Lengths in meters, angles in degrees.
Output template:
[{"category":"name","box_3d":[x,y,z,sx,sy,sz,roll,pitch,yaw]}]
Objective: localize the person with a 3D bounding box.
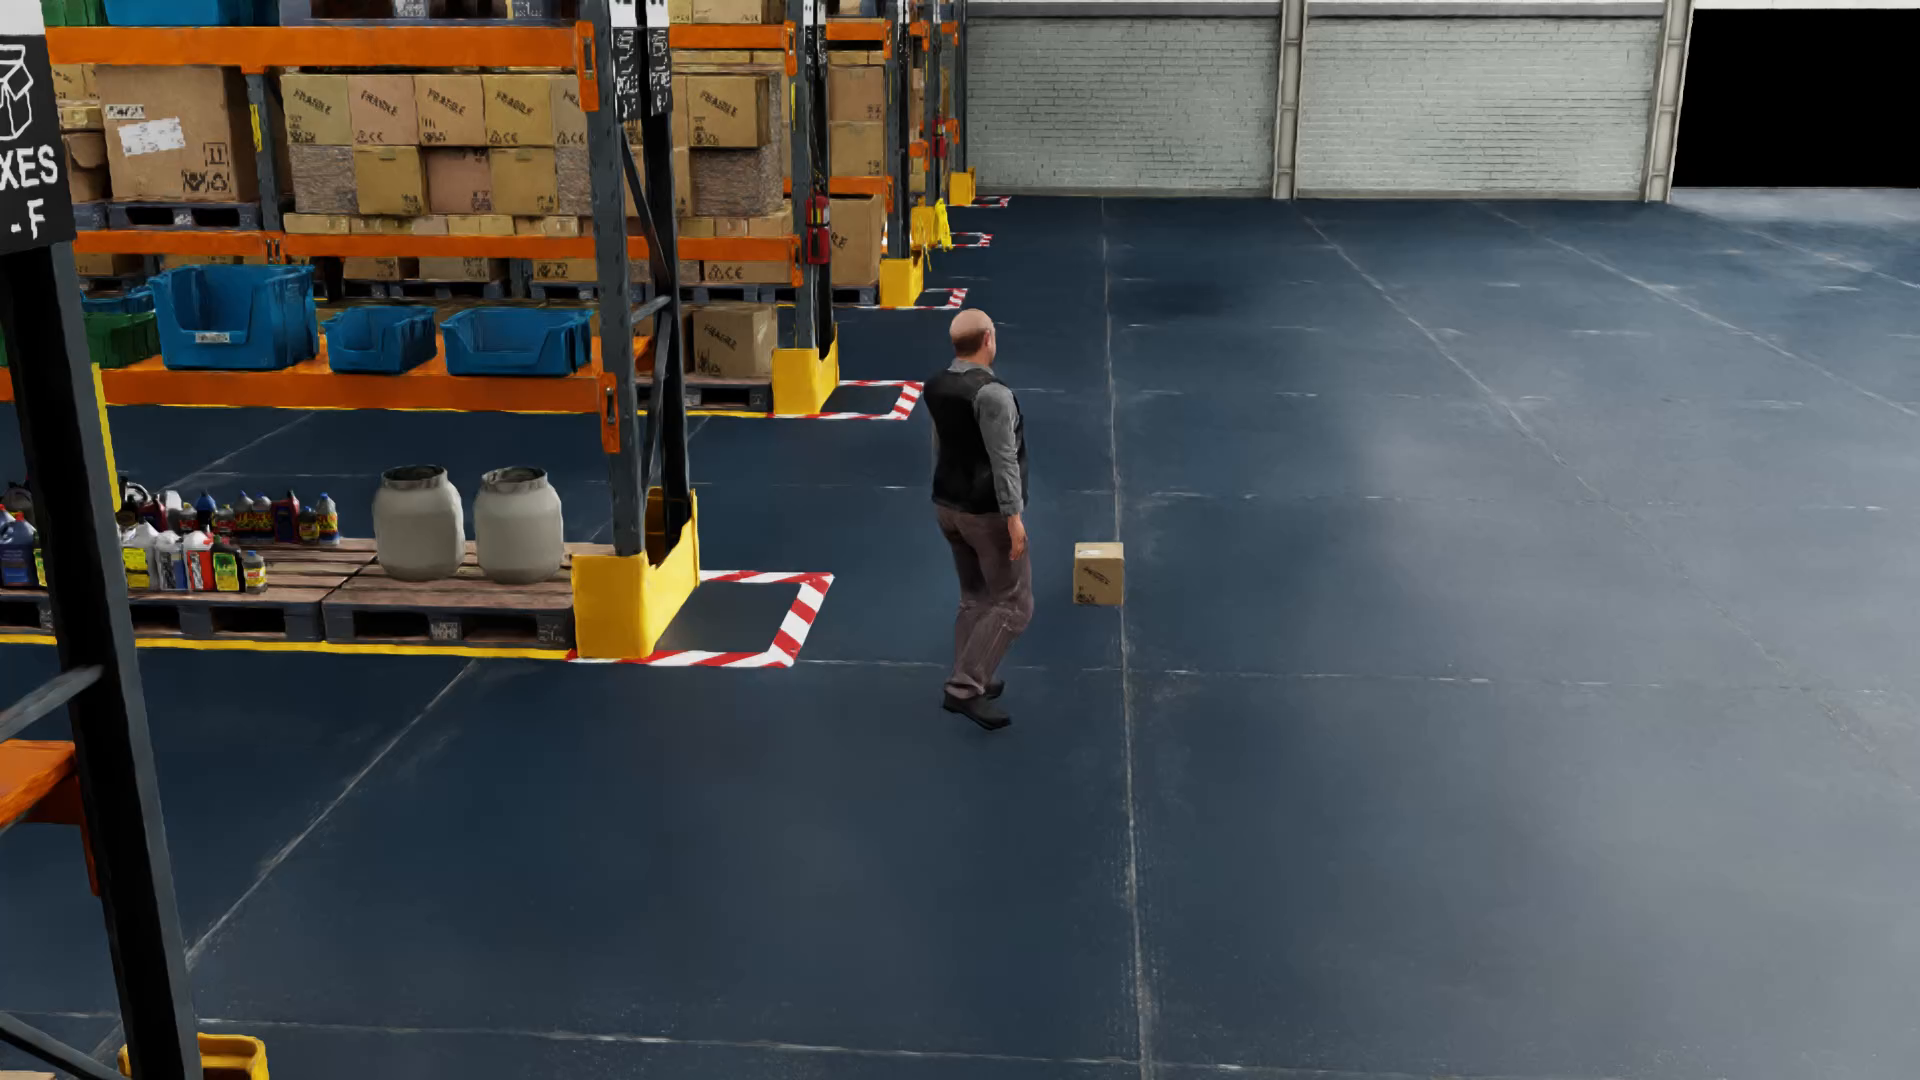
[{"category":"person","box_3d":[0.063,-0.087,6.898,0.517,1.699,0.721,-11,21,-32]}]
